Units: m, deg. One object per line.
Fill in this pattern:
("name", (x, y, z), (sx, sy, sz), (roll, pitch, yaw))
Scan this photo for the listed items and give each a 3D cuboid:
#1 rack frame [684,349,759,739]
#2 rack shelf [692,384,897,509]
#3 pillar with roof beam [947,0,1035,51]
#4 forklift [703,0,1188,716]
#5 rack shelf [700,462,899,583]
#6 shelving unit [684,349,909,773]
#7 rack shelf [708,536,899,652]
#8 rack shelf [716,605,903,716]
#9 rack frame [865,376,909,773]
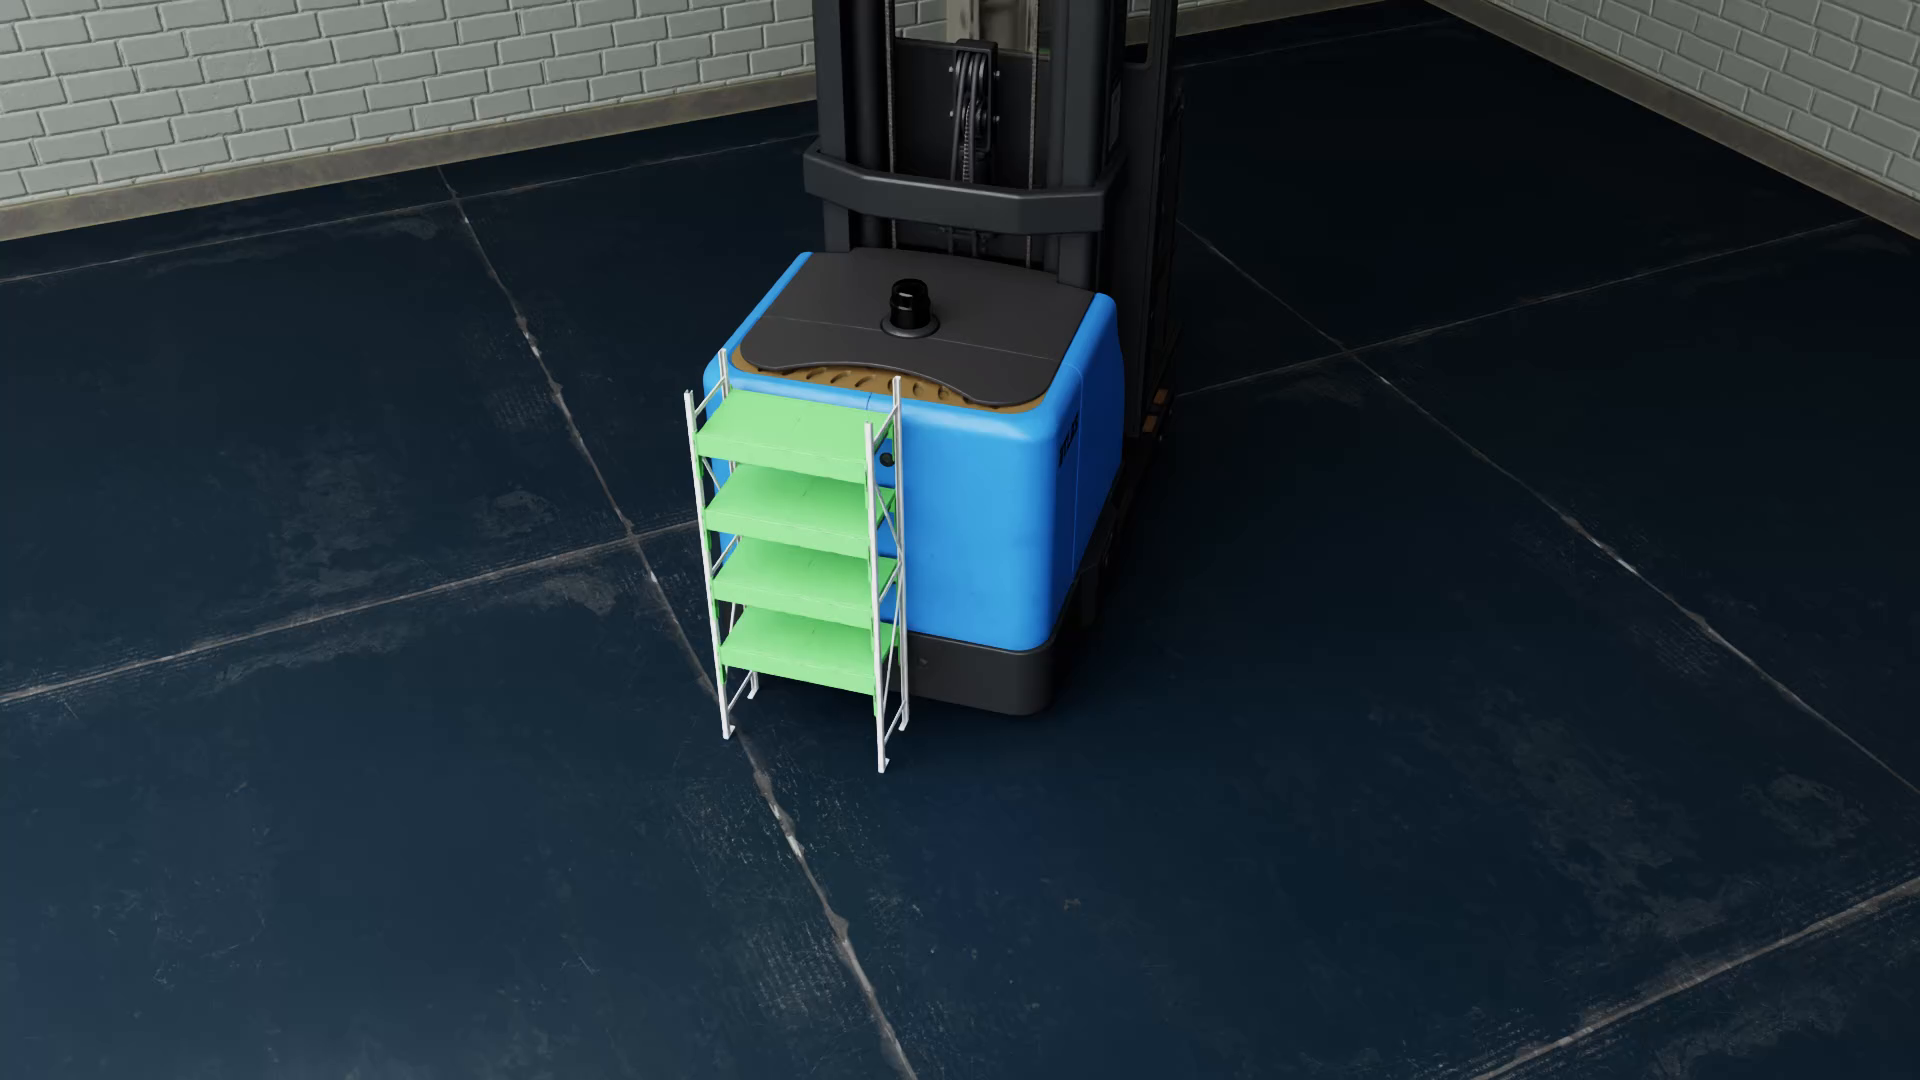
("rack frame", (-0.662, 0.042, 4.686), (0.015, 1.200, 0.240), (10, 38, 13))
("rack shelf", (-0.429, -0.250, 4.382), (0.480, 0.148, 0.258), (10, 38, 13))
("pillar with roof beam", (2.000, -3.849, 3.385), (0.400, 9.000, 9.100), (-16, 39, -20))
("forklift", (0.183, -1.537, 5.362), (1.130, 2.935, 3.031), (10, 38, 13))
("rack shelf", (-0.429, -0.057, 4.525), (0.480, 0.148, 0.258), (10, 38, 13))
("shelving unit", (-0.429, 0.084, 4.629), (0.503, 1.200, 0.258), (10, 38, 13))
("rack shelf", (-0.429, 0.135, 4.667), (0.480, 0.148, 0.258), (10, 38, 13))
("rack shelf", (-0.429, 0.328, 4.810), (0.480, 0.148, 0.258), (10, 38, 13))
("rack frame", (-0.195, 0.126, 4.573), (0.015, 1.200, 0.240), (10, 38, 13))
